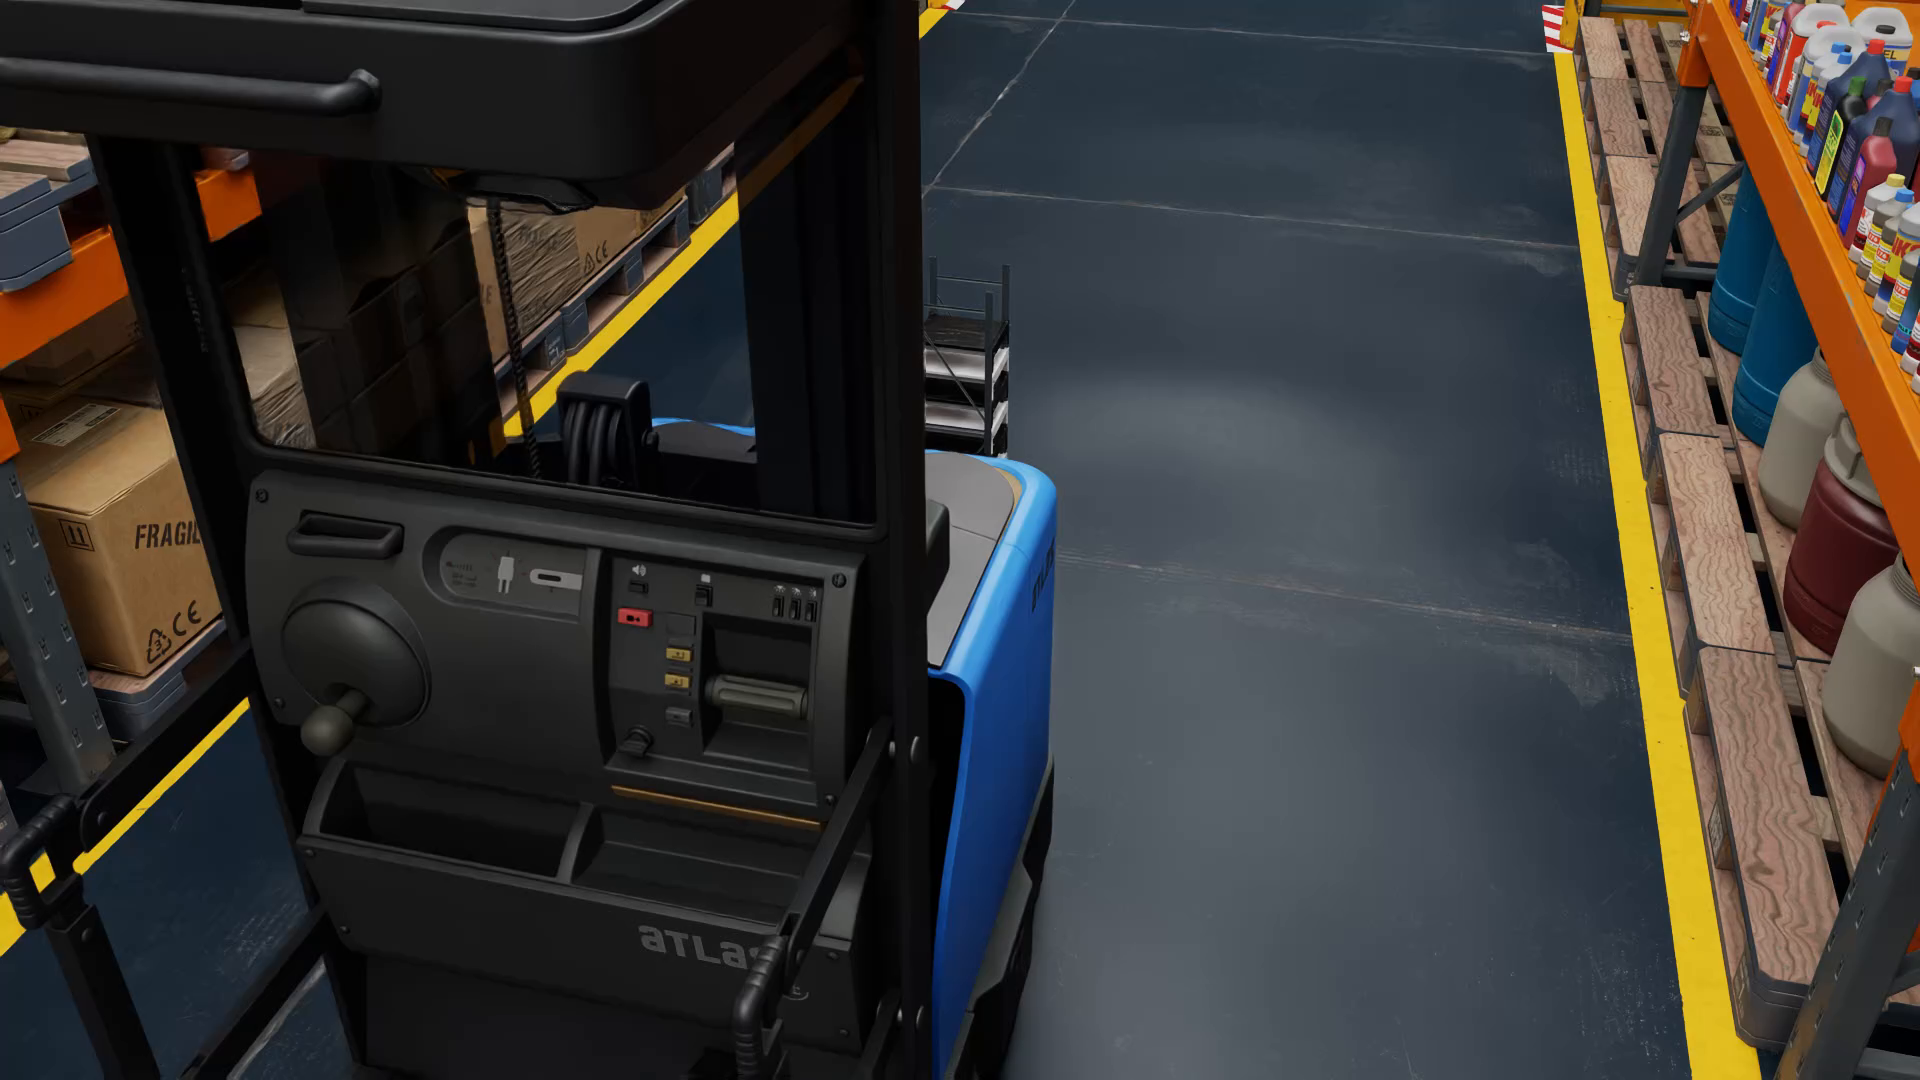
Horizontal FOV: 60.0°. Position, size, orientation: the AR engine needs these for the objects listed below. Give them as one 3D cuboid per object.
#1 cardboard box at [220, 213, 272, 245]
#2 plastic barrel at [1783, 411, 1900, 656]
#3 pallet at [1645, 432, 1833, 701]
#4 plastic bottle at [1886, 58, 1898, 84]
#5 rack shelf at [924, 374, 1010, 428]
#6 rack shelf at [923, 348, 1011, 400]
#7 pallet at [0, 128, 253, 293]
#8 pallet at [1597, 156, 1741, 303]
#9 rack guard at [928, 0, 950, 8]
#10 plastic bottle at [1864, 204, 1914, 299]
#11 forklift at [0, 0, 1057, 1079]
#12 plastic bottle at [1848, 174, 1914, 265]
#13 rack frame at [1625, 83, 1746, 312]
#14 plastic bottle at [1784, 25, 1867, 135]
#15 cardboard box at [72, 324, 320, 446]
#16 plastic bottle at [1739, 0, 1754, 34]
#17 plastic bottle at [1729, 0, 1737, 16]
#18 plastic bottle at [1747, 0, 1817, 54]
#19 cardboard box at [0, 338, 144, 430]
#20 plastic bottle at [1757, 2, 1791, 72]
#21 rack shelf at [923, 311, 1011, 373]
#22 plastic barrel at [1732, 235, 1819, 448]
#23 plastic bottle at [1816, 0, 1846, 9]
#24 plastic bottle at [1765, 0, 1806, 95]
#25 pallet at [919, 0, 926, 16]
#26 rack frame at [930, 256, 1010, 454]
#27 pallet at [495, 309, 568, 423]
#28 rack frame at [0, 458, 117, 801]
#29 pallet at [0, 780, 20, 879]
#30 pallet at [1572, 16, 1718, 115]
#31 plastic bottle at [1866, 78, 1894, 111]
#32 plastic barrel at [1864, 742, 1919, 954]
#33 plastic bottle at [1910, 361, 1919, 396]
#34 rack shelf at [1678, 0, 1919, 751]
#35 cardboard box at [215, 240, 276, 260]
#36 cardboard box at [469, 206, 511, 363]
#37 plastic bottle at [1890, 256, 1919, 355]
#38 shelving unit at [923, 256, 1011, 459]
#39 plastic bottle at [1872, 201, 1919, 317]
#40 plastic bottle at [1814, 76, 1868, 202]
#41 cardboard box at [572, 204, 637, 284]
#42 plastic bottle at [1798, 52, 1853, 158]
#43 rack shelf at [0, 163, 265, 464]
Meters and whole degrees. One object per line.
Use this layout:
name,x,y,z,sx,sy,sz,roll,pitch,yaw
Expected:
cardboard box,-2.378,-1.219,5.593,0.500,0.250,0.500,7,33,11
plastic barrel,2.531,-0.019,4.340,0.600,0.588,0.708,8,33,12
pallet,2.608,0.114,4.874,1.003,0.211,1.213,8,33,12
plastic bottle,2.497,-1.212,4.546,0.097,0.201,0.097,0,32,0
rack shelf,0.002,-0.432,4.985,0.258,0.077,0.200,8,33,12
rack shelf,0.002,-0.508,4.937,0.258,0.077,0.200,8,33,12
pallet,-2.549,-0.974,4.165,1.213,0.211,1.003,8,33,12
pallet,3.301,-1.303,7.103,1.003,0.211,1.213,8,33,12
rack guard,-0.643,-3.750,10.684,1.175,0.500,0.348,8,33,12
plastic bottle,2.056,-0.631,3.632,0.097,0.201,0.097,0,32,0
forklift,-0.646,0.207,2.192,1.130,2.935,3.031,8,33,12
plastic bottle,2.105,-0.732,3.791,0.097,0.201,0.097,0,32,0
rack frame,3.152,-2.093,5.746,1.000,3.000,0.127,8,33,12
plastic bottle,2.372,-1.251,4.538,0.152,0.276,0.135,8,33,12
cardboard box,-2.134,-0.294,4.836,0.500,0.500,0.500,7,33,11
plastic bottle,2.601,-1.745,5.384,0.097,0.201,0.097,0,32,0
plastic bottle,2.646,-1.911,5.569,0.061,0.283,0.133,8,33,12
plastic bottle,2.573,-1.662,5.184,0.152,0.276,0.135,8,33,12
cardboard box,-2.643,-0.341,4.911,0.500,0.500,0.500,9,34,14
plastic bottle,2.492,-1.524,5.036,0.097,0.201,0.097,0,32,0
rack shelf,0.002,-0.584,4.888,0.258,0.077,0.200,8,33,12
plastic barrel,2.818,-0.737,5.178,0.600,0.901,0.708,8,33,12
plastic bottle,2.698,-1.623,5.193,0.097,0.201,0.097,0,32,0
plastic bottle,2.421,-1.450,4.844,0.061,0.283,0.133,8,33,12
pallet,-0.844,-3.215,10.110,1.003,0.211,1.213,8,33,12
rack frame,0.028,-0.437,5.098,0.240,0.900,0.006,8,33,12
pallet,-2.116,-0.530,5.887,1.003,0.211,1.213,8,33,12
rack frame,-2.654,-0.693,3.545,1.000,3.000,0.127,8,33,12
pallet,-2.900,0.905,3.629,1.003,0.211,1.213,8,33,12
pallet,3.920,-2.569,9.094,1.003,0.211,1.213,8,33,12
plastic bottle,2.256,-0.986,4.113,0.061,0.283,0.133,8,33,12
plastic barrel,2.244,0.465,3.353,0.600,0.830,0.708,8,33,12
plastic bottle,1.932,-0.378,3.234,0.097,0.201,0.097,0,32,0
rack shelf,2.644,-0.751,4.306,1.077,0.370,4.000,8,33,12
cardboard box,-2.384,-0.883,5.763,0.500,0.500,0.500,7,33,11
cardboard box,-1.875,-0.825,5.672,0.500,0.500,0.500,7,33,11
plastic bottle,1.982,-0.509,3.374,0.097,0.271,0.097,0,32,0
shelving unit,0.002,-0.384,5.015,0.258,0.900,0.210,8,33,12
plastic bottle,2.031,-0.610,3.533,0.097,0.271,0.097,0,32,0
plastic bottle,2.197,-0.994,4.126,0.061,0.283,0.133,8,33,12
cardboard box,-1.620,-1.349,6.496,0.500,0.500,0.500,8,33,13
plastic bottle,2.291,-1.142,4.371,0.097,0.271,0.097,0,32,0
rack shelf,-2.146,-1.428,5.370,1.077,0.370,4.000,8,33,12
